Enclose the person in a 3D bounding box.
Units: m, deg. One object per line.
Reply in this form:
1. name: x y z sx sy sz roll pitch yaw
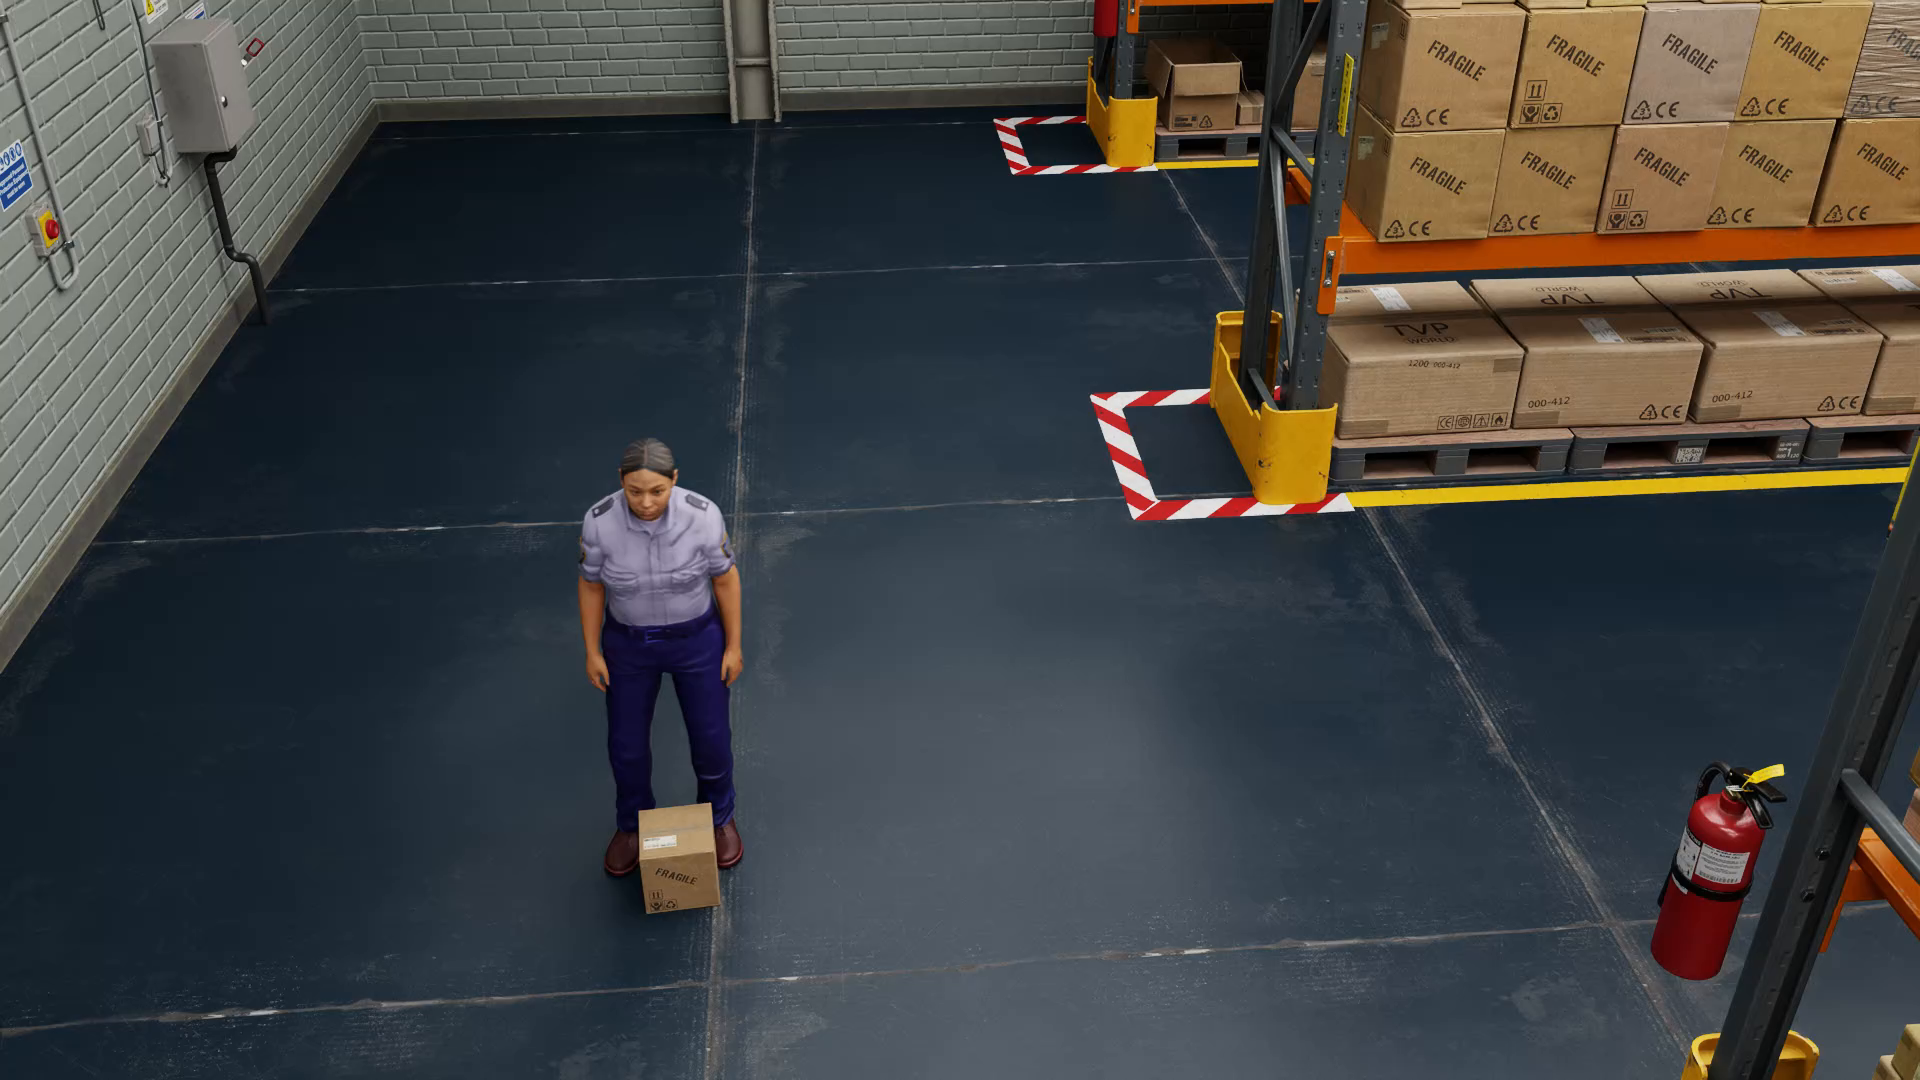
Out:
1. person: -0.991 0.368 5.536 0.543 1.652 0.367 -3 31 -5
